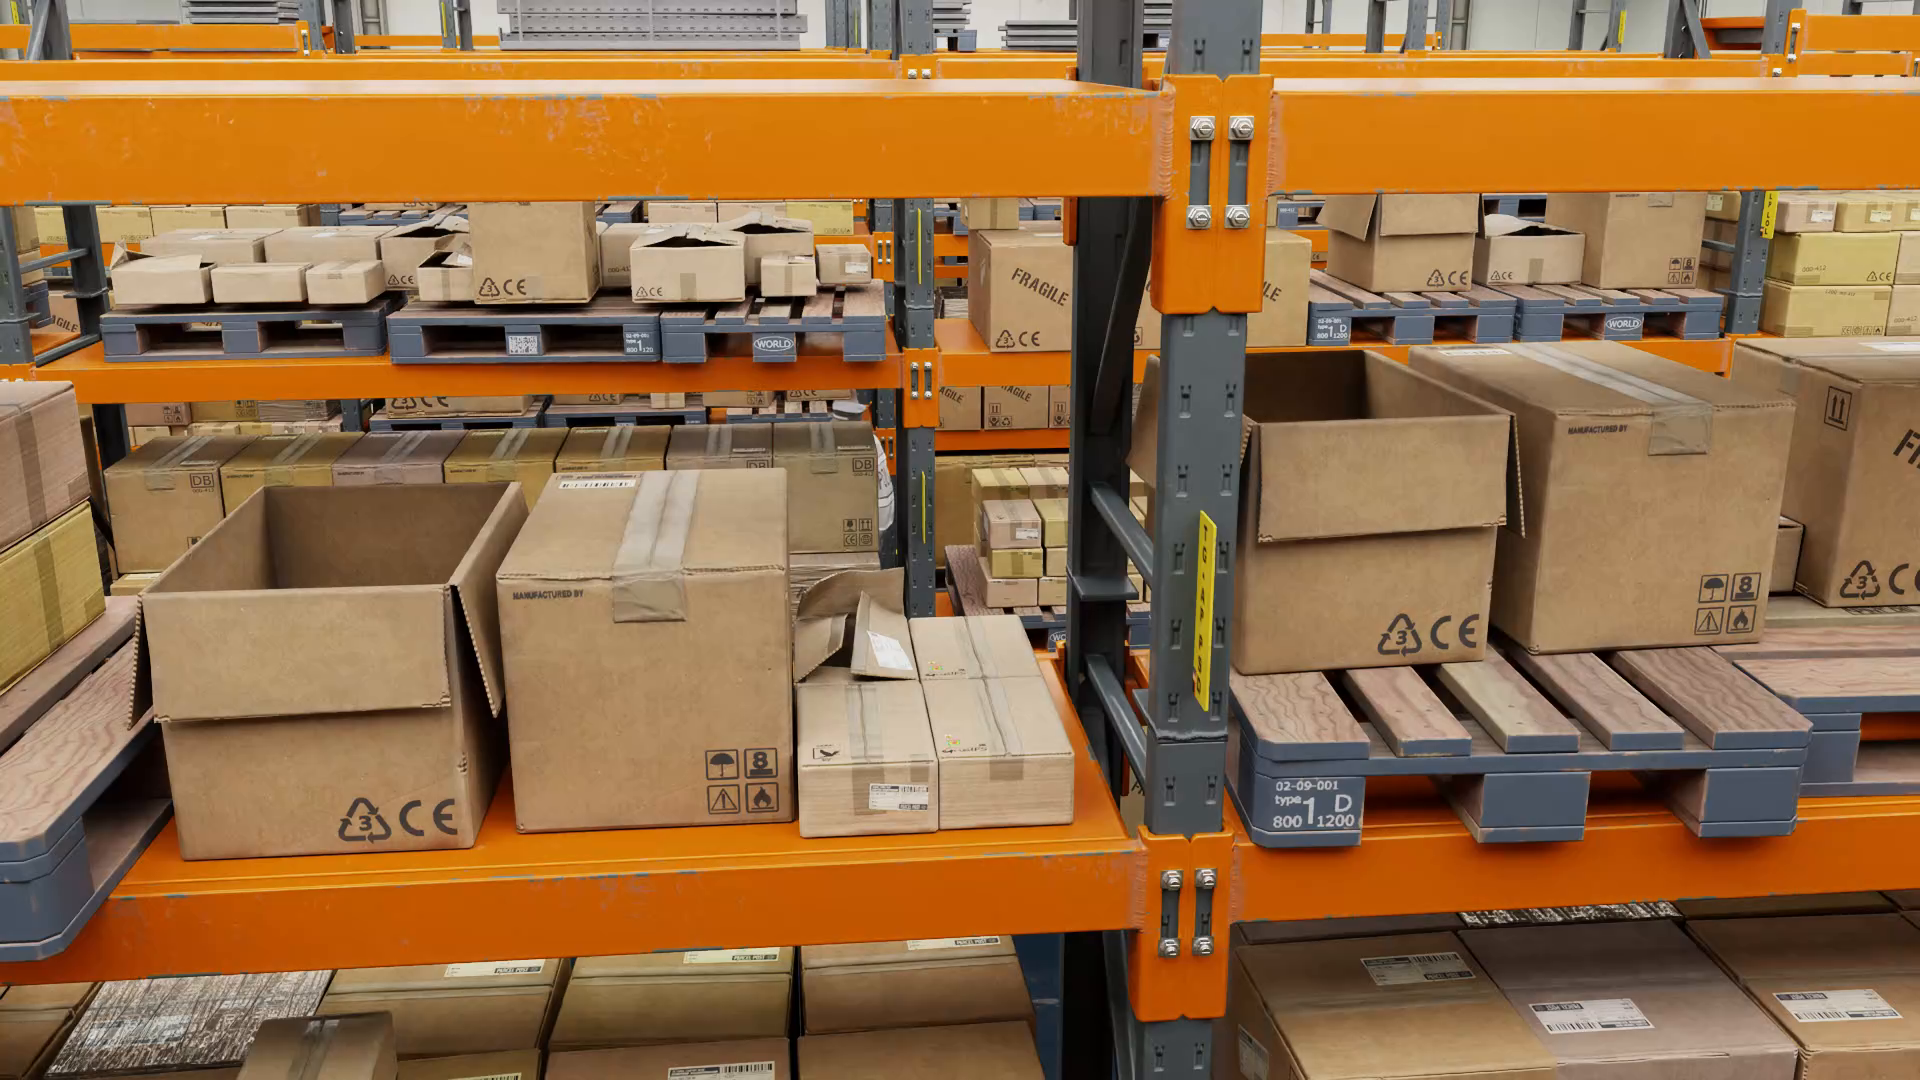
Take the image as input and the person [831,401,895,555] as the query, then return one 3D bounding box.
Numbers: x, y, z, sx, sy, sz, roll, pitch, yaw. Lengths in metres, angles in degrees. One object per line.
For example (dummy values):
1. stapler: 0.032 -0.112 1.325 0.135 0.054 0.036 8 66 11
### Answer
1. person: -0.701 -0.132 11.966 0.435 1.749 0.585 4 17 12
